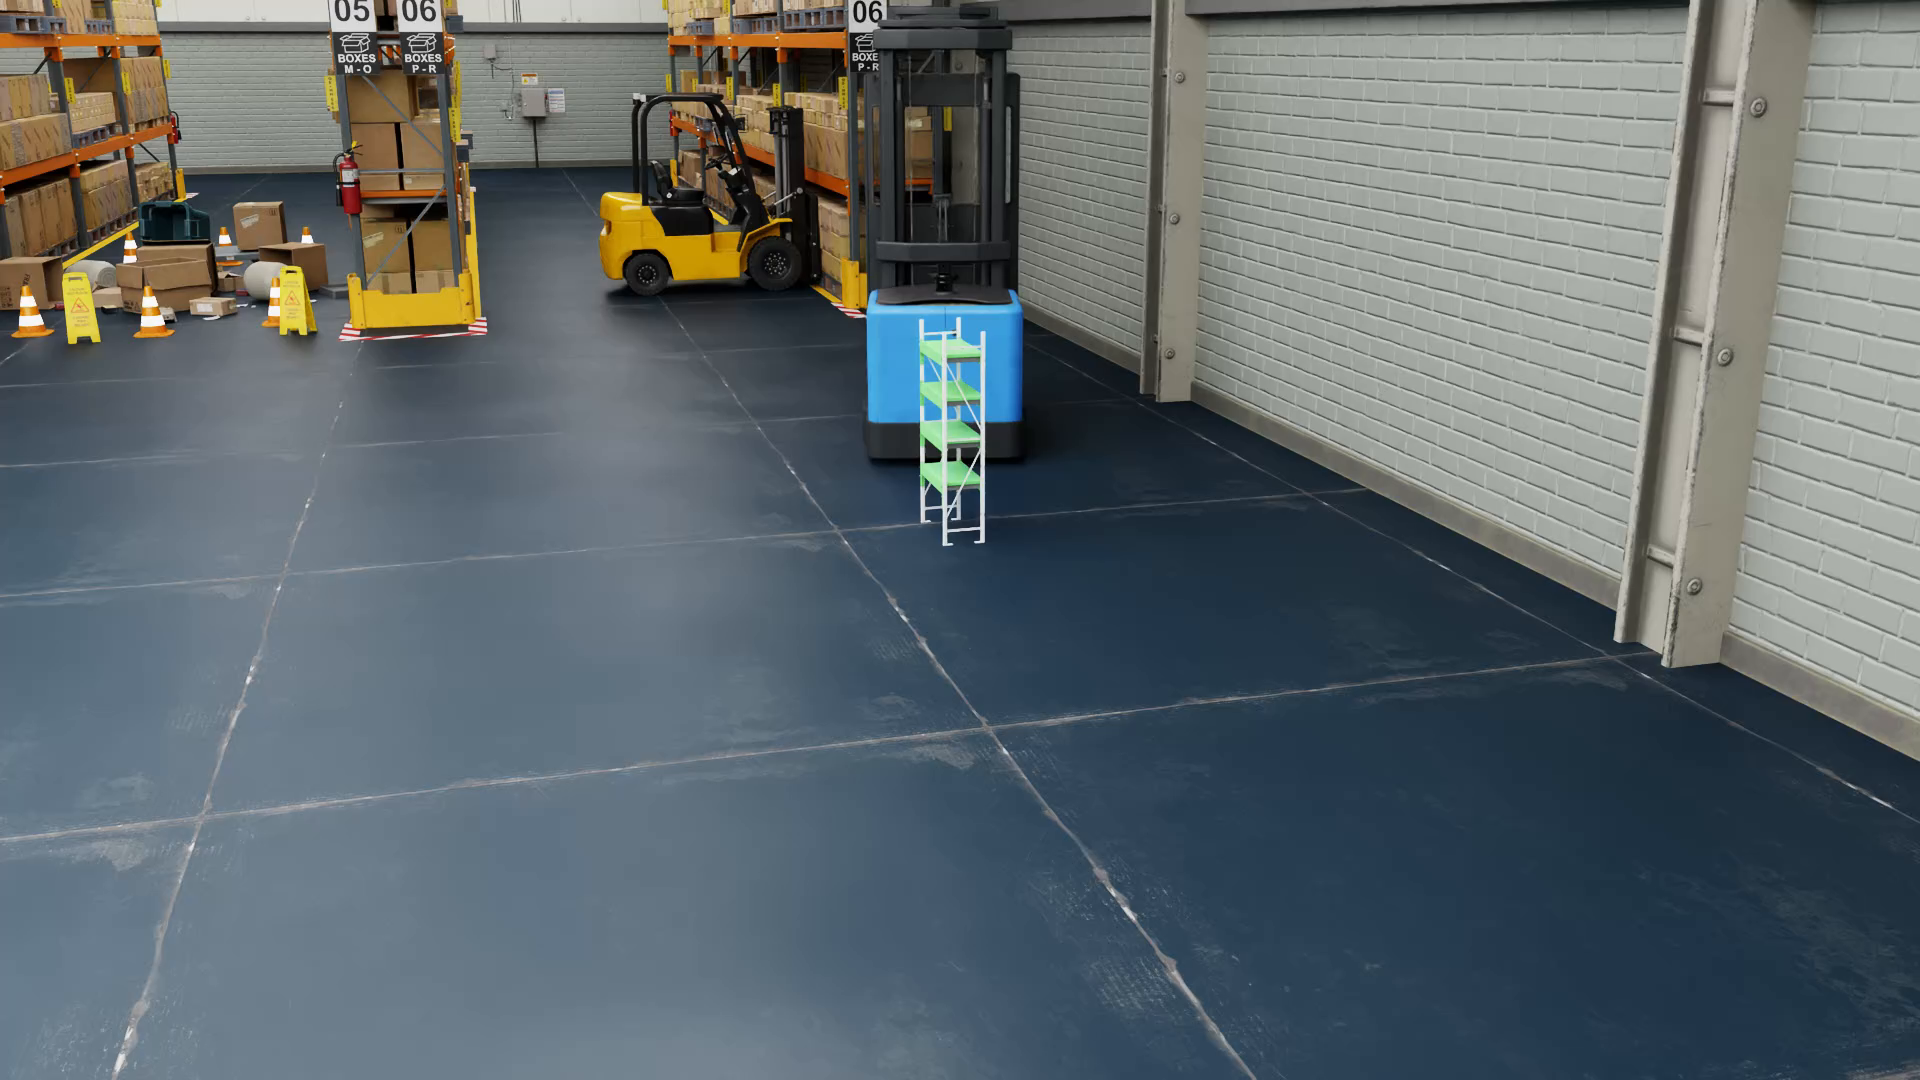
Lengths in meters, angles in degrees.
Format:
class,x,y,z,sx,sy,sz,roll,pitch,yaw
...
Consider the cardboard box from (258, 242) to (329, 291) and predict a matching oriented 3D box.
class,x,y,z,sx,sy,sz,roll,pitch,yaw
cardboard box,-7.560,-3.092,18.874,0.500,0.500,0.500,7,18,23

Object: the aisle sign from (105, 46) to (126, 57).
class,x,y,z,sx,sy,sz,roll,pitch,yaw
aisle sign,-14.884,-8.834,29.128,0.394,0.787,0.004,-5,17,-15

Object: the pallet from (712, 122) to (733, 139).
class,x,y,z,sx,sy,sz,roll,pitch,yaw
pallet,-3.127,-6.282,25.486,1.213,0.211,1.003,-5,17,-15

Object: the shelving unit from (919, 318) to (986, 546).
class,x,y,z,sx,sy,sz,roll,pitch,yaw
shelving unit,-0.046,-0.620,9.432,0.258,1.200,0.503,-5,17,-15

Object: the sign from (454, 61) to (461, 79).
class,x,y,z,sx,sy,sz,roll,pitch,yaw
sign,-9.318,-8.719,30.839,0.100,0.325,0.005,-5,17,-15

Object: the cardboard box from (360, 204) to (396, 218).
class,x,y,z,sx,sy,sz,roll,pitch,yaw
cardboard box,-6.083,-3.437,17.299,0.380,0.149,0.250,-4,17,-14

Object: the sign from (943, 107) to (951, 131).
class,x,y,z,sx,sy,sz,roll,pitch,yaw
sign,-0.140,-4.474,17.491,0.100,0.325,0.005,-5,17,-15

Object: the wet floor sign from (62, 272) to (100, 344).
class,x,y,z,sx,sy,sz,roll,pitch,yaw
wet floor sign,-8.267,-2.188,15.613,0.267,0.644,0.232,-8,18,-25

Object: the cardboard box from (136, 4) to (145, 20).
class,x,y,z,sx,sy,sz,roll,pitch,yaw
cardboard box,-13.924,-8.806,27.732,0.500,0.250,0.500,-4,17,-14

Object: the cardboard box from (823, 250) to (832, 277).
class,x,y,z,sx,sy,sz,roll,pitch,yaw
cardboard box,-1.236,-3.107,18.631,0.500,0.250,0.500,-5,17,-15

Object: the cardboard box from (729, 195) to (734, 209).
class,x,y,z,sx,sy,sz,roll,pitch,yaw
cardboard box,-3.324,-5.436,25.948,0.500,0.500,0.500,-5,17,-16

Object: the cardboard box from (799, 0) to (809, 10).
class,x,y,z,sx,sy,sz,roll,pitch,yaw
cardboard box,-1.658,-6.273,19.236,0.396,0.266,0.258,-5,17,-17

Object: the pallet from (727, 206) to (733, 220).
class,x,y,z,sx,sy,sz,roll,pitch,yaw
pallet,-3.042,-5.066,25.951,1.003,0.211,1.213,-5,17,-15

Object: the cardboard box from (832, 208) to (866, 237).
class,x,y,z,sx,sy,sz,roll,pitch,yaw
cardboard box,-1.102,-3.445,18.019,0.500,0.250,0.500,-4,17,-13

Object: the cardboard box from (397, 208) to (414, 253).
class,x,y,z,sx,sy,sz,roll,pitch,yaw
cardboard box,-6.196,-3.315,18.019,0.500,0.500,0.500,-5,17,-17

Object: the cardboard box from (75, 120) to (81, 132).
class,x,y,z,sx,sy,sz,roll,pitch,yaw
cardboard box,-12.454,-5.749,23.083,0.380,0.149,0.250,-4,17,-12

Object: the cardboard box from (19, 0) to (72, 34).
class,x,y,z,sx,sy,sz,roll,pitch,yaw
cardboard box,-12.278,-7.043,22.297,0.500,0.500,0.500,-5,17,-15

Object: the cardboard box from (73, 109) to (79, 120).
class,x,y,z,sx,sy,sz,roll,pitch,yaw
cardboard box,-12.470,-5.901,23.072,0.380,0.149,0.250,-5,18,-17

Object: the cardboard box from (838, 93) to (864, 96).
class,x,y,z,sx,sy,sz,roll,pitch,yaw
cardboard box,-1.281,-5.378,20.322,0.380,0.149,0.250,-5,17,-16

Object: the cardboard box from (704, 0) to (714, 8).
class,x,y,z,sx,sy,sz,roll,pitch,yaw
cardboard box,-3.833,-8.468,26.230,0.380,0.149,0.250,-5,17,-15

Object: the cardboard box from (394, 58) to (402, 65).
class,x,y,z,sx,sy,sz,roll,pitch,yaw
cardboard box,-9.135,-7.803,27.174,0.380,0.149,0.250,-5,17,-16

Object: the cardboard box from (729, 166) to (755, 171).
class,x,y,z,sx,sy,sz,roll,pitch,yaw
cardboard box,-3.358,-5.697,25.690,0.380,0.149,0.250,-6,18,-18

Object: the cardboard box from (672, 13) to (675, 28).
class,x,y,z,sx,sy,sz,roll,pitch,yaw
cardboard box,-5.054,-9.629,30.824,0.500,0.250,0.500,-4,17,-14

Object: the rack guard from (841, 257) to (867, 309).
class,x,y,z,sx,sy,sz,roll,pitch,yaw
rack guard,-0.668,-2.776,17.823,1.175,0.500,0.348,-5,17,-15

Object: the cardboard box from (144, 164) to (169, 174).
class,x,y,z,sx,sy,sz,roll,pitch,yaw
cardboard box,-13.979,-6.451,28.906,0.380,0.149,0.250,-5,17,-16

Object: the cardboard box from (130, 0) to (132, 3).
class,x,y,z,sx,sy,sz,roll,pitch,yaw
cardboard box,-13.723,-8.819,27.083,0.380,0.149,0.250,-5,17,-17

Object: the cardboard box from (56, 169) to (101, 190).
class,x,y,z,sx,sy,sz,roll,pitch,yaw
cardboard box,-12.473,-5.093,23.504,0.500,0.250,0.500,-5,17,-16

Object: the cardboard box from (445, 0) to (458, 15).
class,x,y,z,sx,sy,sz,roll,pitch,yaw
cardboard box,-6.321,-6.452,20.033,0.500,0.250,0.500,-5,17,-17

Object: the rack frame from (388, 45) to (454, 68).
class,x,y,z,sx,sy,sz,roll,pitch,yaw
rack frame,-8.744,-6.905,27.226,1.000,3.000,0.127,-5,17,-15

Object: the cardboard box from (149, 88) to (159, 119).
class,x,y,z,sx,sy,sz,roll,pitch,yaw
cardboard box,-13.919,-7.396,28.171,0.500,0.500,0.500,-5,17,-15

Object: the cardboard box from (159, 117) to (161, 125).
class,x,y,z,sx,sy,sz,roll,pitch,yaw
cardboard box,-14.098,-7.264,28.858,0.380,0.149,0.250,-5,17,-16

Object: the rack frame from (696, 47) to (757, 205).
class,x,y,z,sx,sy,sz,roll,pitch,yaw
rack frame,-3.973,-7.299,28.536,1.000,3.000,0.127,-5,17,-15

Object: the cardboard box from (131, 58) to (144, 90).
class,x,y,z,sx,sy,sz,roll,pitch,yaw
cardboard box,-13.632,-7.583,27.054,0.500,0.500,0.500,-4,17,-14

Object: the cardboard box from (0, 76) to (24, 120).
class,x,y,z,sx,sy,sz,roll,pitch,yaw
cardboard box,-11.839,-5.358,20.165,0.700,0.500,0.500,-5,17,-16

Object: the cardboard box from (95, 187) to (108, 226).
class,x,y,z,sx,sy,sz,roll,pitch,yaw
cardboard box,-12.467,-4.738,23.627,0.500,0.500,0.500,-4,17,-15

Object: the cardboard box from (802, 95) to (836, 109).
class,x,y,z,sx,sy,sz,roll,pitch,yaw
cardboard box,-1.665,-5.191,19.702,0.380,0.149,0.250,-5,17,-16

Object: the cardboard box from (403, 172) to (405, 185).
class,x,y,z,sx,sy,sz,roll,pitch,yaw
cardboard box,-5.424,-3.645,16.808,0.380,0.149,0.250,-4,17,-14

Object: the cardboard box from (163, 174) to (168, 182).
class,x,y,z,sx,sy,sz,roll,pitch,yaw
cardboard box,-14.011,-6.304,28.932,0.380,0.149,0.250,-5,18,-18

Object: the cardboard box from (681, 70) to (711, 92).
class,x,y,z,sx,sy,sz,roll,pitch,yaw
cardboard box,-4.794,-8.273,30.221,0.500,0.500,0.500,-4,17,-14

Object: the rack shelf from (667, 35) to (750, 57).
class,x,y,z,sx,sy,sz,roll,pitch,yaw
rack shelf,-4.523,-8.944,30.050,1.077,0.370,4.000,-5,17,-15

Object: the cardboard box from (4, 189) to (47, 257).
class,x,y,z,sx,sy,sz,roll,pitch,yaw
cardboard box,-11.796,-3.829,20.164,1.050,0.750,0.750,-5,17,-15

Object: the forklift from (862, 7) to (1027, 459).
class,x,y,z,sx,sy,sz,roll,pitch,yaw
forklift,-0.132,-2.311,12.050,1.130,2.935,3.031,0,17,-1

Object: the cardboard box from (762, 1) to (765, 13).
class,x,y,z,sx,sy,sz,roll,pitch,yaw
cardboard box,-2.369,-6.931,21.632,0.380,0.149,0.250,-5,17,-15

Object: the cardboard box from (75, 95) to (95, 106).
class,x,y,z,sx,sy,sz,roll,pitch,yaw
cardboard box,-12.821,-6.396,24.202,0.380,0.149,0.250,-6,18,-18

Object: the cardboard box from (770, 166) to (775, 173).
class,x,y,z,sx,sy,sz,roll,pitch,yaw
cardboard box,-2.717,-5.676,25.621,0.380,0.149,0.250,-4,17,-12

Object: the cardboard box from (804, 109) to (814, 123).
class,x,y,z,sx,sy,sz,roll,pitch,yaw
cardboard box,-1.616,-4.979,19.513,0.380,0.149,0.250,-5,18,-17

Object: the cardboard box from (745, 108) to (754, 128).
class,x,y,z,sx,sy,sz,roll,pitch,yaw
cardboard box,-2.724,-5.933,23.381,0.500,0.250,0.500,-5,17,-17

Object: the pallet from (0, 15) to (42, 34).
class,x,y,z,sx,sy,sz,roll,pitch,yaw
pallet,-11.839,-6.243,20.135,1.003,0.211,1.213,-4,17,-13

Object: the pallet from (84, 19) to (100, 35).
class,x,y,z,sx,sy,sz,roll,pitch,yaw
pallet,-13.121,-7.367,23.875,1.213,0.211,1.003,-5,17,-15

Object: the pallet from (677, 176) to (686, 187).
class,x,y,z,sx,sy,sz,roll,pitch,yaw
pallet,-4.831,-6.828,31.817,1.003,0.211,1.213,-5,17,-15
